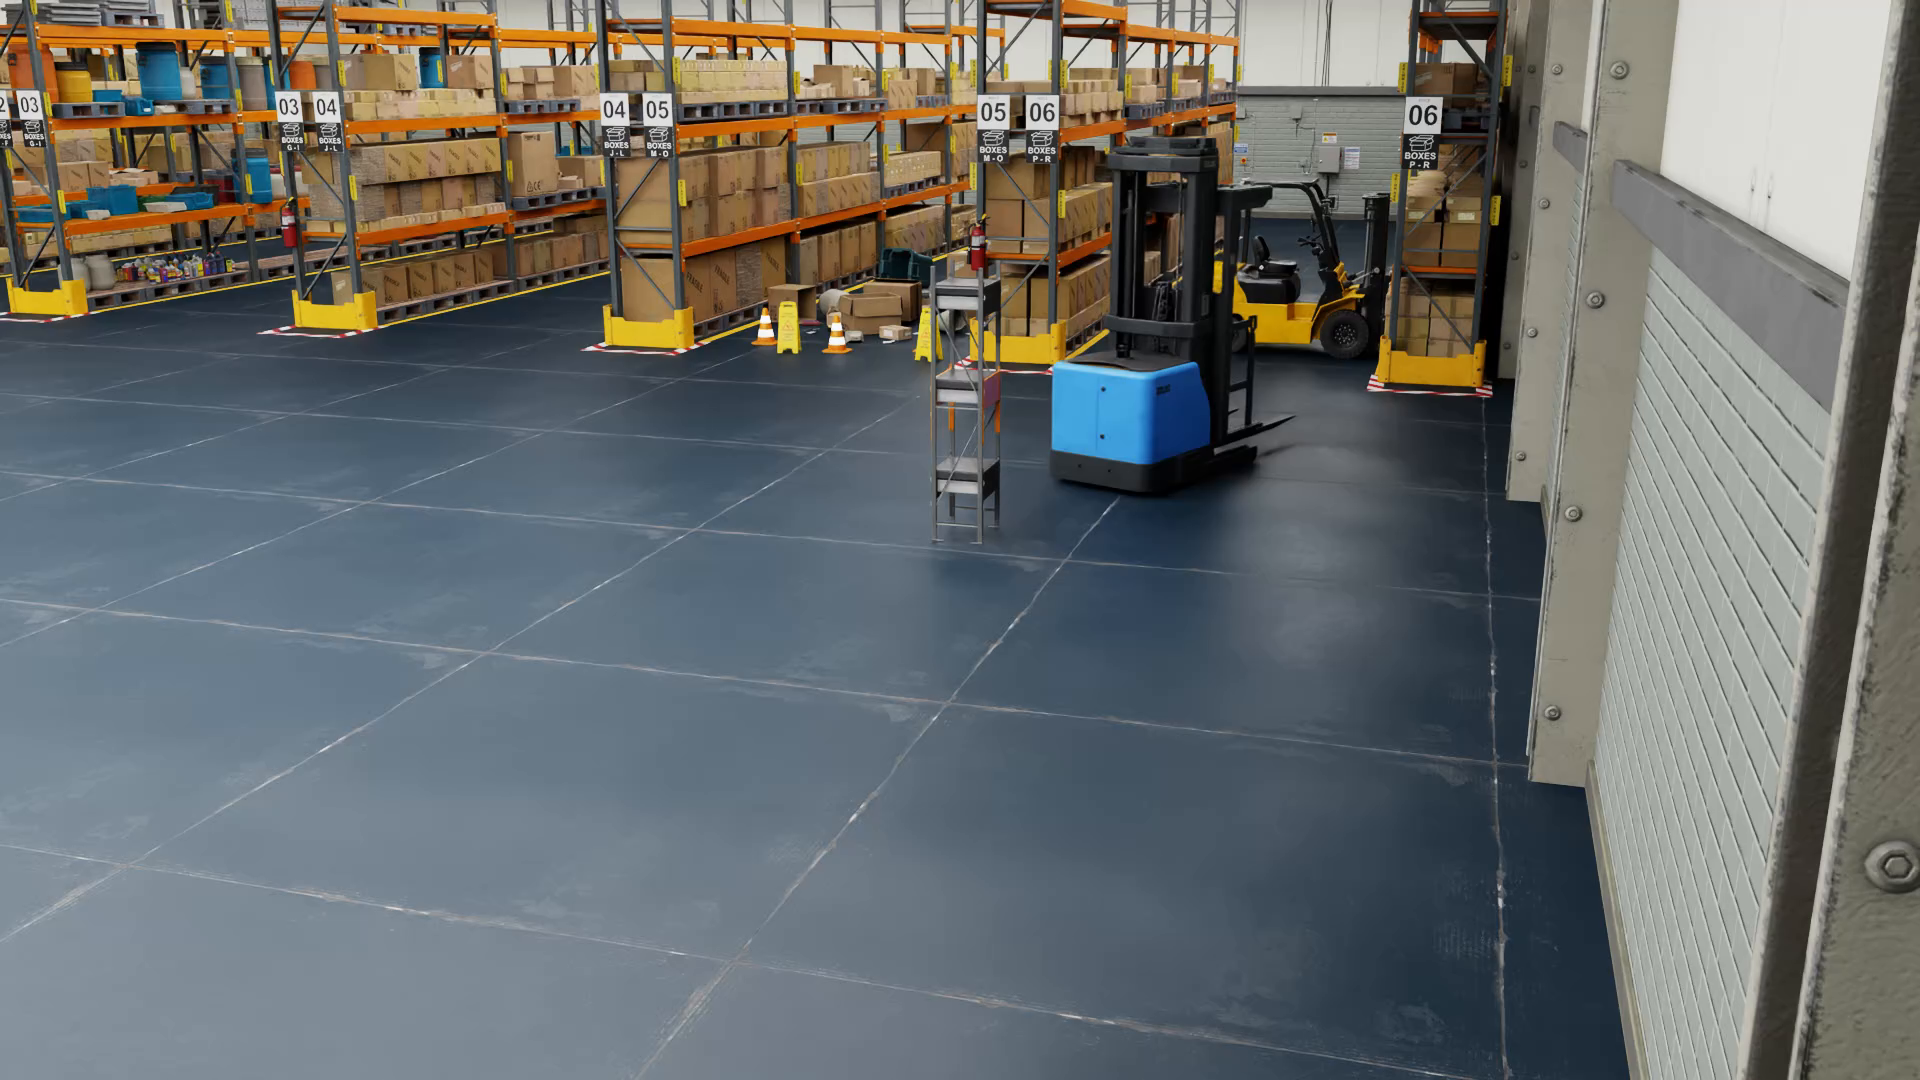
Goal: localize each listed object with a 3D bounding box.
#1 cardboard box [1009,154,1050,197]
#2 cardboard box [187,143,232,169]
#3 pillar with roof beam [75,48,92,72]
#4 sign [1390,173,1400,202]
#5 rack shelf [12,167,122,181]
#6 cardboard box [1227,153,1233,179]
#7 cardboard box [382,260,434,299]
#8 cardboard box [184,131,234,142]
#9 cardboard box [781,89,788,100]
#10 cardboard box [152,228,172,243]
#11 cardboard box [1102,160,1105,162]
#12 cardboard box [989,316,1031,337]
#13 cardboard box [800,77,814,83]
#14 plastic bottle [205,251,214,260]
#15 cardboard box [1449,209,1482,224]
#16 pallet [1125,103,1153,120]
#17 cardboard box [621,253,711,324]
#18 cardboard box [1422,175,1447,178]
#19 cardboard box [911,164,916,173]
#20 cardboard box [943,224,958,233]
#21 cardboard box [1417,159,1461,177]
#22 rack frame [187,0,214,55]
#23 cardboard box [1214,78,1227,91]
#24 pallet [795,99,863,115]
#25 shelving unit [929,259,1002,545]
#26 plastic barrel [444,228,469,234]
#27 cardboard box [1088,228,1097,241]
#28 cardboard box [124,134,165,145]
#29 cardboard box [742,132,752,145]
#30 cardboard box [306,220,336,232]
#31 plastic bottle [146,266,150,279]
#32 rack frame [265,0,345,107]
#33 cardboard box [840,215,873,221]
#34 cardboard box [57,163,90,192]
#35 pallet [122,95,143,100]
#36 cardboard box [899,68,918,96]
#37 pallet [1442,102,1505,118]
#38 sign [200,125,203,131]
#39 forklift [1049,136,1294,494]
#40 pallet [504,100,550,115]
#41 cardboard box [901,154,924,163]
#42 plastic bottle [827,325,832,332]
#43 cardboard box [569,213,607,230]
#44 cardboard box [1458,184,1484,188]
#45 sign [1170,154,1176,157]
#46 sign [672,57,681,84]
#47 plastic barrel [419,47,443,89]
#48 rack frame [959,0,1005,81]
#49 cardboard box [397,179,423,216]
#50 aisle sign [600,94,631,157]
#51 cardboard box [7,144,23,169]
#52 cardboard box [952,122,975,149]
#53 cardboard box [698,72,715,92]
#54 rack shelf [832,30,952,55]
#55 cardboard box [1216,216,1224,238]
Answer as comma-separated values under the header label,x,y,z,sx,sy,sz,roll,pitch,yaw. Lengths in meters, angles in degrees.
label,x,y,z,sx,sy,sz,roll,pitch,yaw
cardboard box,0.783,-4.619,21.055,0.700,0.500,0.500,5,17,16
cardboard box,-15.515,-7.943,34.382,0.700,0.500,0.500,8,18,26
pillar with roof beam,-16.146,-11.527,36.977,9.100,9.000,0.400,5,16,16
sign,4.940,-3.997,18.867,0.100,0.325,0.005,5,16,16
rack shelf,-20.211,-7.855,36.344,1.077,0.370,4.000,5,16,16
cardboard box,5.359,-7.751,34.477,0.500,0.500,0.500,5,17,16
cardboard box,-8.279,-3.915,24.948,0.500,0.500,0.500,6,17,21
cardboard box,-18.641,-9.781,41.266,0.980,0.700,0.700,5,17,18
cardboard box,-2.739,-6.520,24.330,0.380,0.149,0.250,5,16,16
cardboard box,-15.945,-6.017,32.816,0.500,0.250,0.500,5,17,17
cardboard box,2.036,-5.507,25.249,0.500,0.500,0.500,5,17,18
cardboard box,0.674,-2.782,21.409,0.500,0.250,0.500,5,16,16
cardboard box,-2.510,-7.327,26.878,0.500,0.311,0.500,4,16,15
plastic bottle,-12.462,-4.621,27.671,0.144,0.351,0.185,5,16,16
cardboard box,5.801,-3.709,19.036,0.380,0.149,0.250,4,16,14
pallet,2.110,-6.216,24.096,1.213,0.211,1.003,5,16,16
cardboard box,-3.949,-3.384,22.386,0.875,0.875,0.875,5,17,16
cardboard box,7.128,-5.396,24.985,0.380,0.149,0.250,5,17,16
cardboard box,-1.038,-6.857,30.655,0.380,0.149,0.250,5,17,18
cardboard box,-0.259,-6.204,33.117,0.380,0.149,0.250,5,17,18
cardboard box,8.144,-6.220,28.307,0.700,0.500,0.500,5,16,16
rack frame,-18.506,-12.657,40.962,1.000,3.000,0.127,5,16,16
cardboard box,5.201,-9.346,34.109,0.500,0.250,0.500,3,16,11
pallet,-2.252,-7.001,26.865,1.003,0.211,1.213,5,17,18
shelving unit,0.047,-1.053,12.696,0.431,2.100,0.503,5,16,16
plastic barrel,-10.516,-6.822,34.461,0.600,0.901,0.708,5,16,16
cardboard box,1.608,-4.081,22.181,0.380,0.149,0.250,5,17,16
cardboard box,-19.260,-9.200,39.217,0.980,0.700,0.700,4,16,14
cardboard box,-4.723,-8.374,35.211,0.500,0.500,0.500,4,16,14
cardboard box,-8.922,-4.402,23.313,0.380,0.149,0.250,5,16,16
plastic bottle,-13.144,-4.342,26.963,0.097,0.201,0.097,0,16,0
rack frame,-8.806,-7.319,22.141,1.000,3.000,0.127,5,16,16
cardboard box,-1.862,-5.674,29.773,0.500,0.250,0.500,4,16,15
cardboard box,-16.640,-6.765,30.999,0.500,0.500,0.500,5,16,16
pallet,-16.136,-8.462,32.016,1.213,0.211,1.003,5,17,18
cardboard box,-1.233,-8.462,30.709,0.797,0.503,0.637,4,16,15
pallet,7.622,-6.541,25.241,1.213,0.211,1.003,5,17,18
sign,-19.036,-10.270,41.809,0.100,0.325,0.005,5,16,16
forklift,2.083,-2.142,15.011,1.130,2.935,3.031,12,20,36
pallet,-7.391,-6.985,26.805,1.213,0.211,1.003,5,16,16
cardboard box,-0.894,-7.138,31.097,0.380,0.149,0.250,4,16,14
plastic bottle,-1.773,-2.943,23.094,0.133,0.061,0.283,-1,16,-3
cardboard box,-6.694,-5.718,29.891,0.500,0.250,0.500,5,17,18
cardboard box,6.397,-4.390,20.894,0.380,0.149,0.250,4,16,15
sign,3.492,-6.236,27.342,0.100,0.325,0.005,5,16,16
sign,-3.548,-5.878,20.813,0.100,0.325,0.005,5,16,16
plastic barrel,-10.482,-9.384,33.231,0.600,0.901,0.708,5,16,16
rack frame,0.468,-11.093,35.450,1.000,3.000,0.127,5,16,16
cardboard box,-8.412,-5.033,24.348,0.875,0.500,0.500,5,16,16
aisle sign,-4.387,-5.277,21.172,0.394,0.787,0.004,5,16,16
cardboard box,-20.238,-8.122,35.203,0.500,0.500,0.500,5,17,18
cardboard box,-0.001,-8.198,33.676,0.500,0.500,0.500,5,17,17
cardboard box,-3.552,-6.025,21.853,0.500,0.250,0.500,4,16,15
rack shelf,-1.237,-8.985,30.068,1.077,0.370,4.000,5,16,16
cardboard box,4.899,-6.399,33.818,0.875,0.438,0.875,5,17,17
